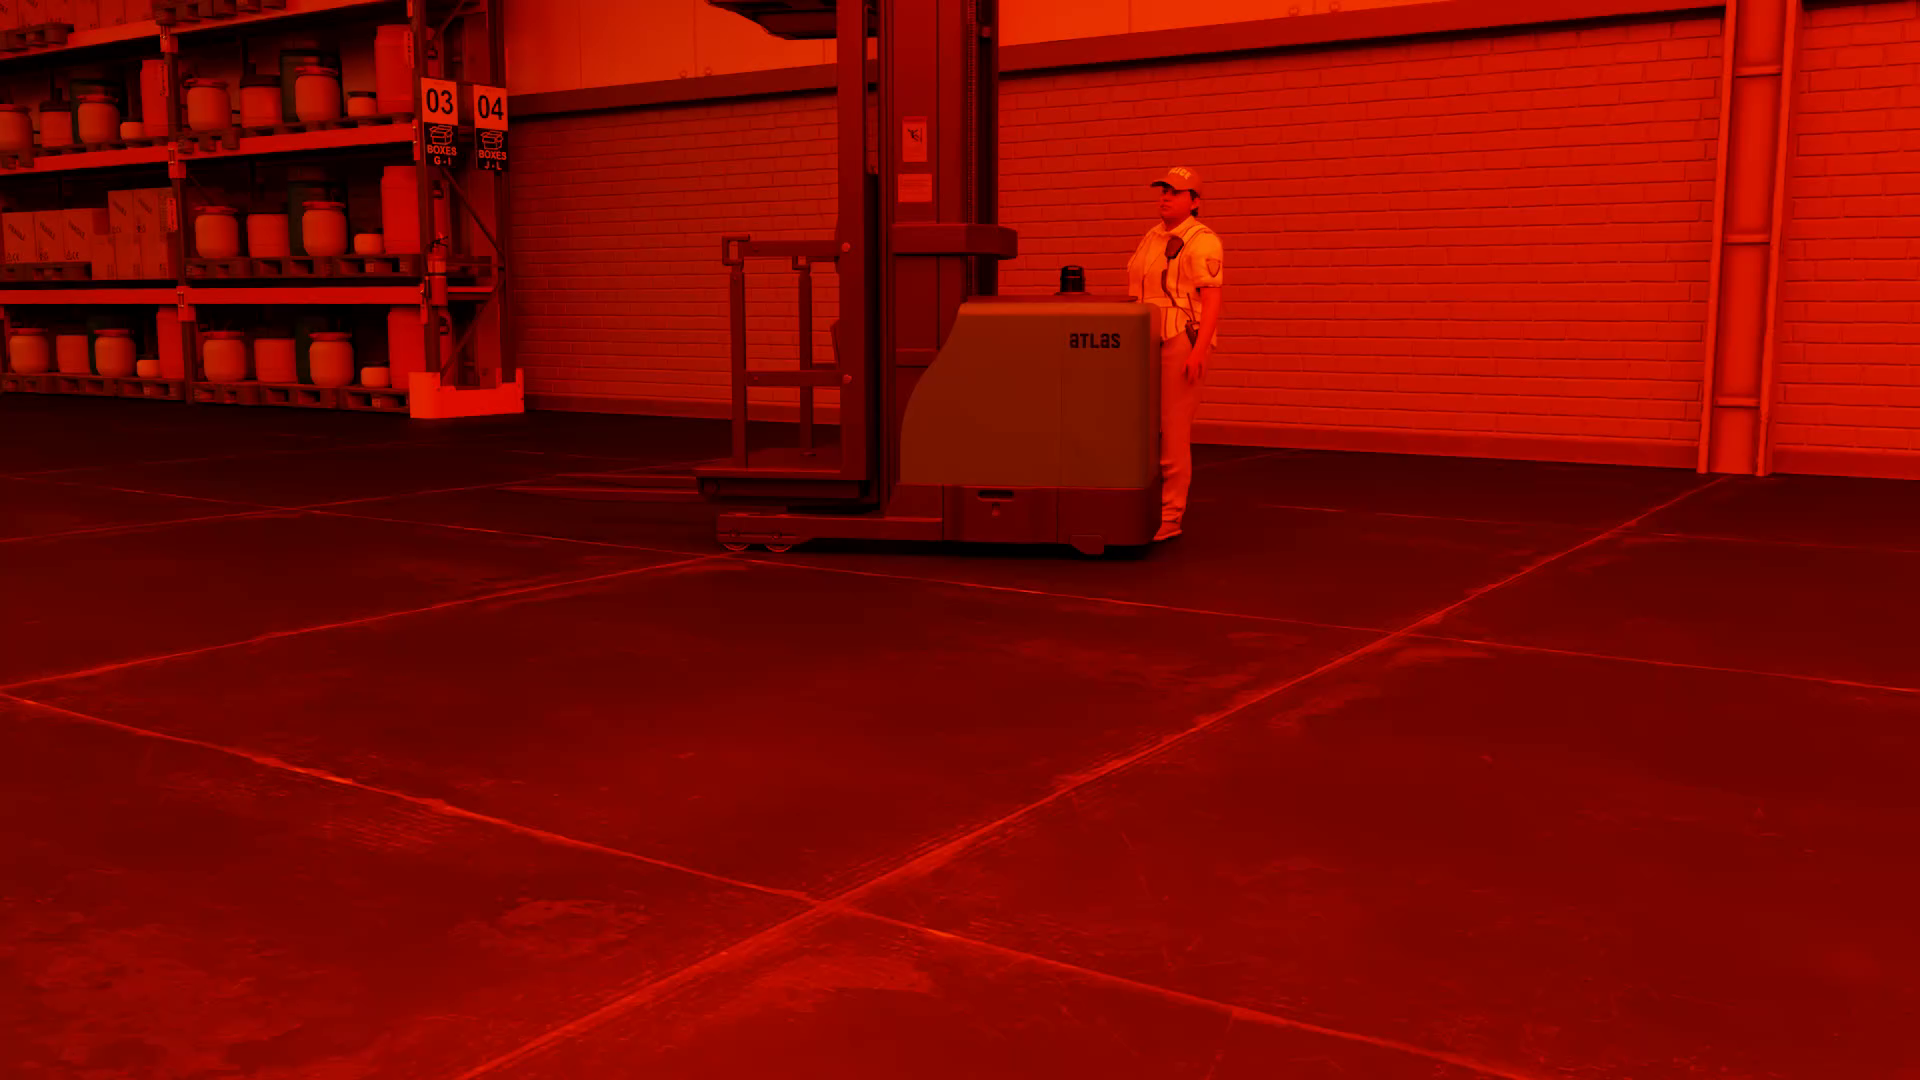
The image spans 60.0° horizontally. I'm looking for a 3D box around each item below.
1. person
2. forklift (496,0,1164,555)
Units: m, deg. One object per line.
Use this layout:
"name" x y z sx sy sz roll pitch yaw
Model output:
"person" 0.863 -0.837 7.514 0.529 1.671 0.599 -6 10 -35
"forklift" -0.596 -1.469 7.520 3.031 2.935 1.130 2 8 12
